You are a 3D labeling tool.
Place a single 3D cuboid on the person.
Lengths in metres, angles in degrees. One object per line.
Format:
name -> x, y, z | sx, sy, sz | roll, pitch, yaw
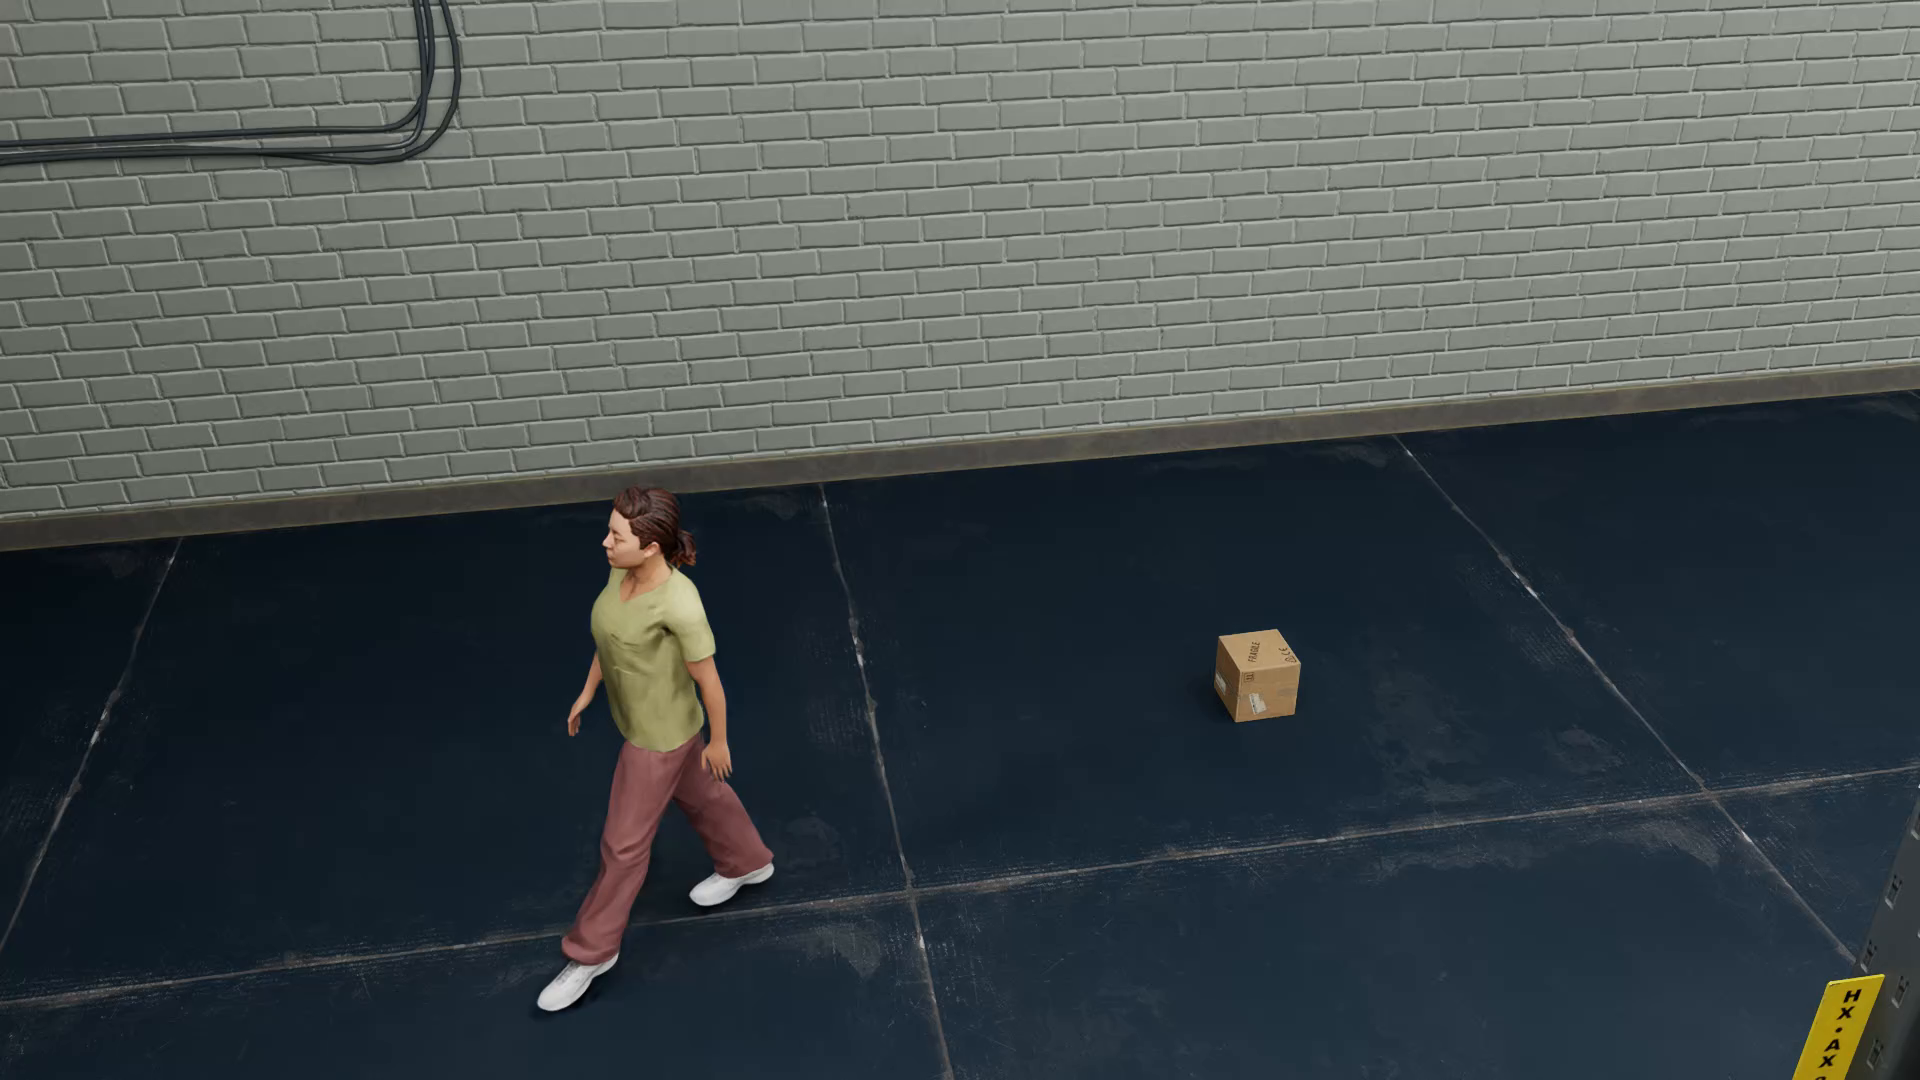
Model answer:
person -> -1.027, 0.586, 5.134 | 0.909, 1.640, 0.477 | -18, 35, -28
